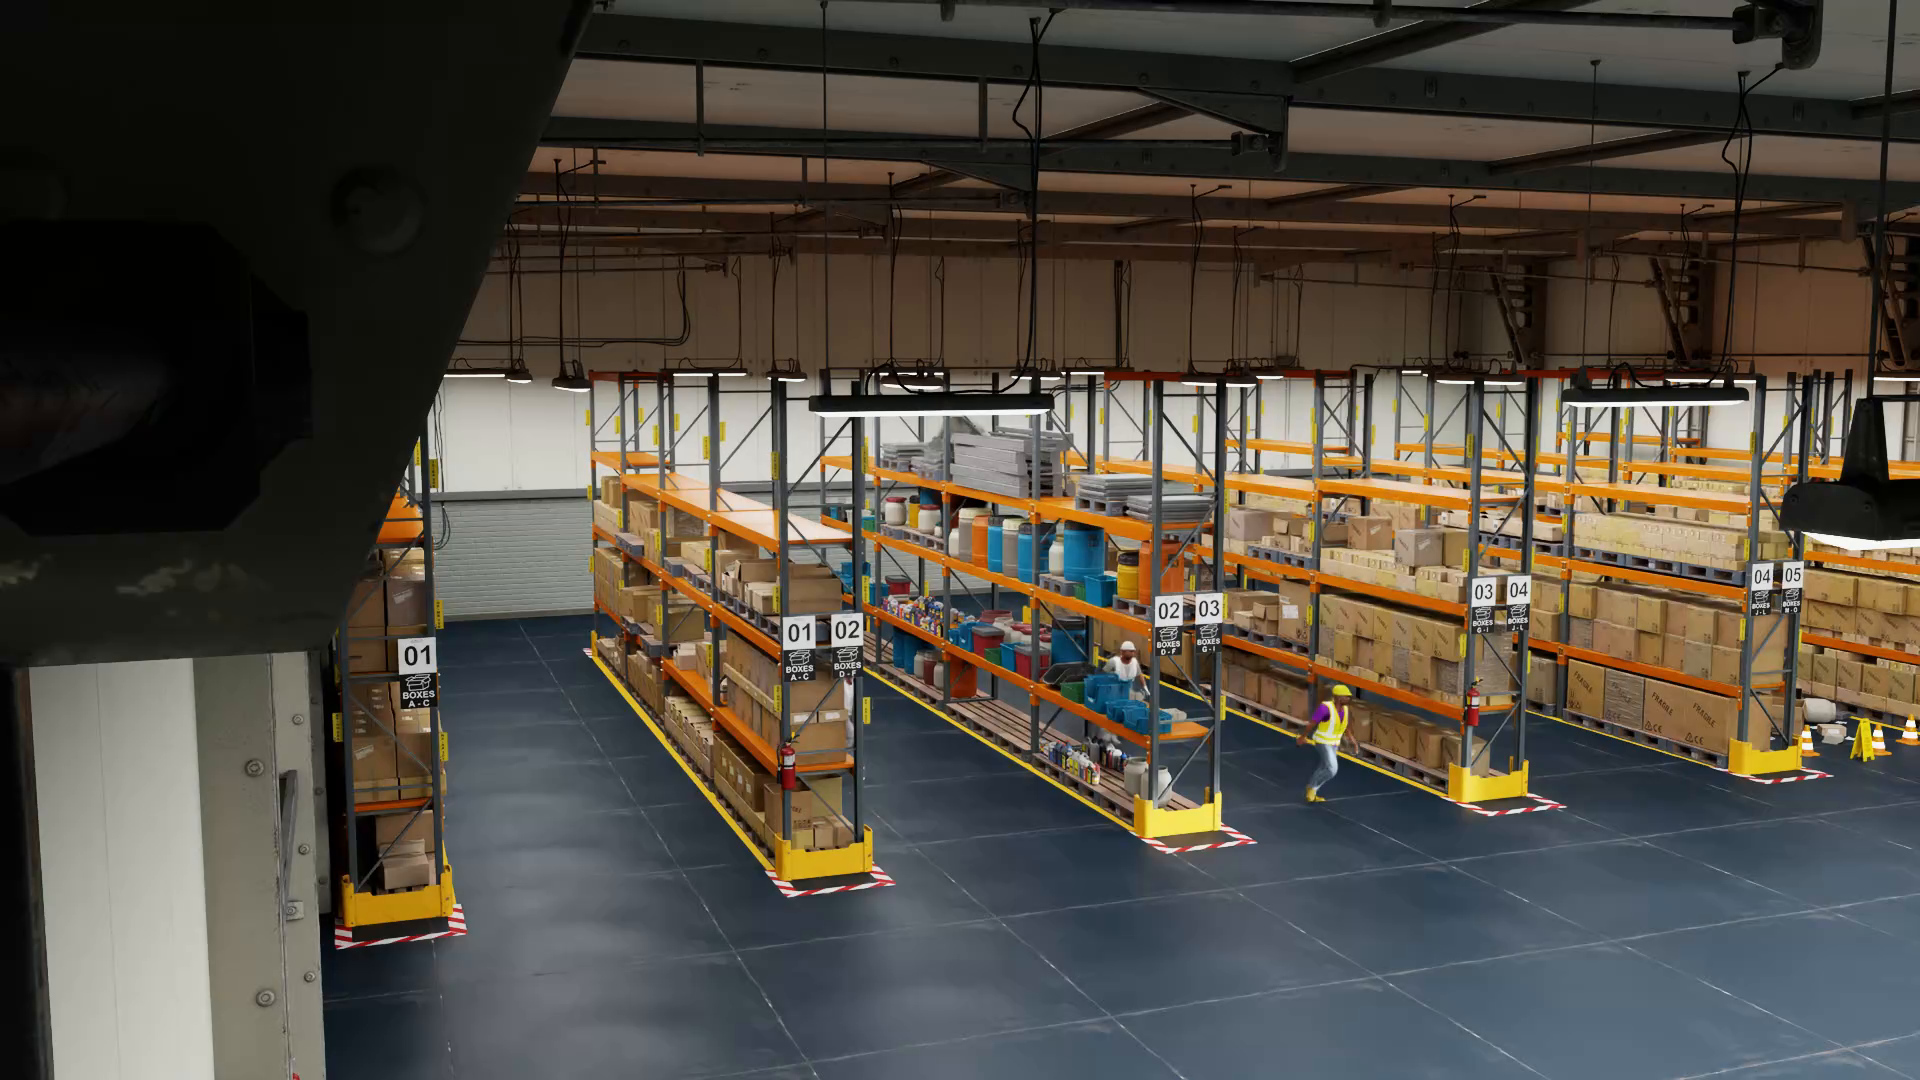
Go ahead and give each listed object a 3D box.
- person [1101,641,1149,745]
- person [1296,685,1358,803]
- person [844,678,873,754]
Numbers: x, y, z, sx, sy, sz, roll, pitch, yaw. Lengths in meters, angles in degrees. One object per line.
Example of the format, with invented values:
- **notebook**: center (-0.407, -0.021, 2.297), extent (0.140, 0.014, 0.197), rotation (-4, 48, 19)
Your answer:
- **person**: center (2.626, 2.474, 26.784), extent (0.698, 1.713, 0.794), rotation (-3, 7, -27)
- **person**: center (5.195, 2.864, 23.433), extent (0.675, 1.707, 0.687), rotation (-6, 9, -43)
- **person**: center (-1.734, 2.665, 25.492), extent (0.788, 1.696, 0.712), rotation (2, 7, 14)
